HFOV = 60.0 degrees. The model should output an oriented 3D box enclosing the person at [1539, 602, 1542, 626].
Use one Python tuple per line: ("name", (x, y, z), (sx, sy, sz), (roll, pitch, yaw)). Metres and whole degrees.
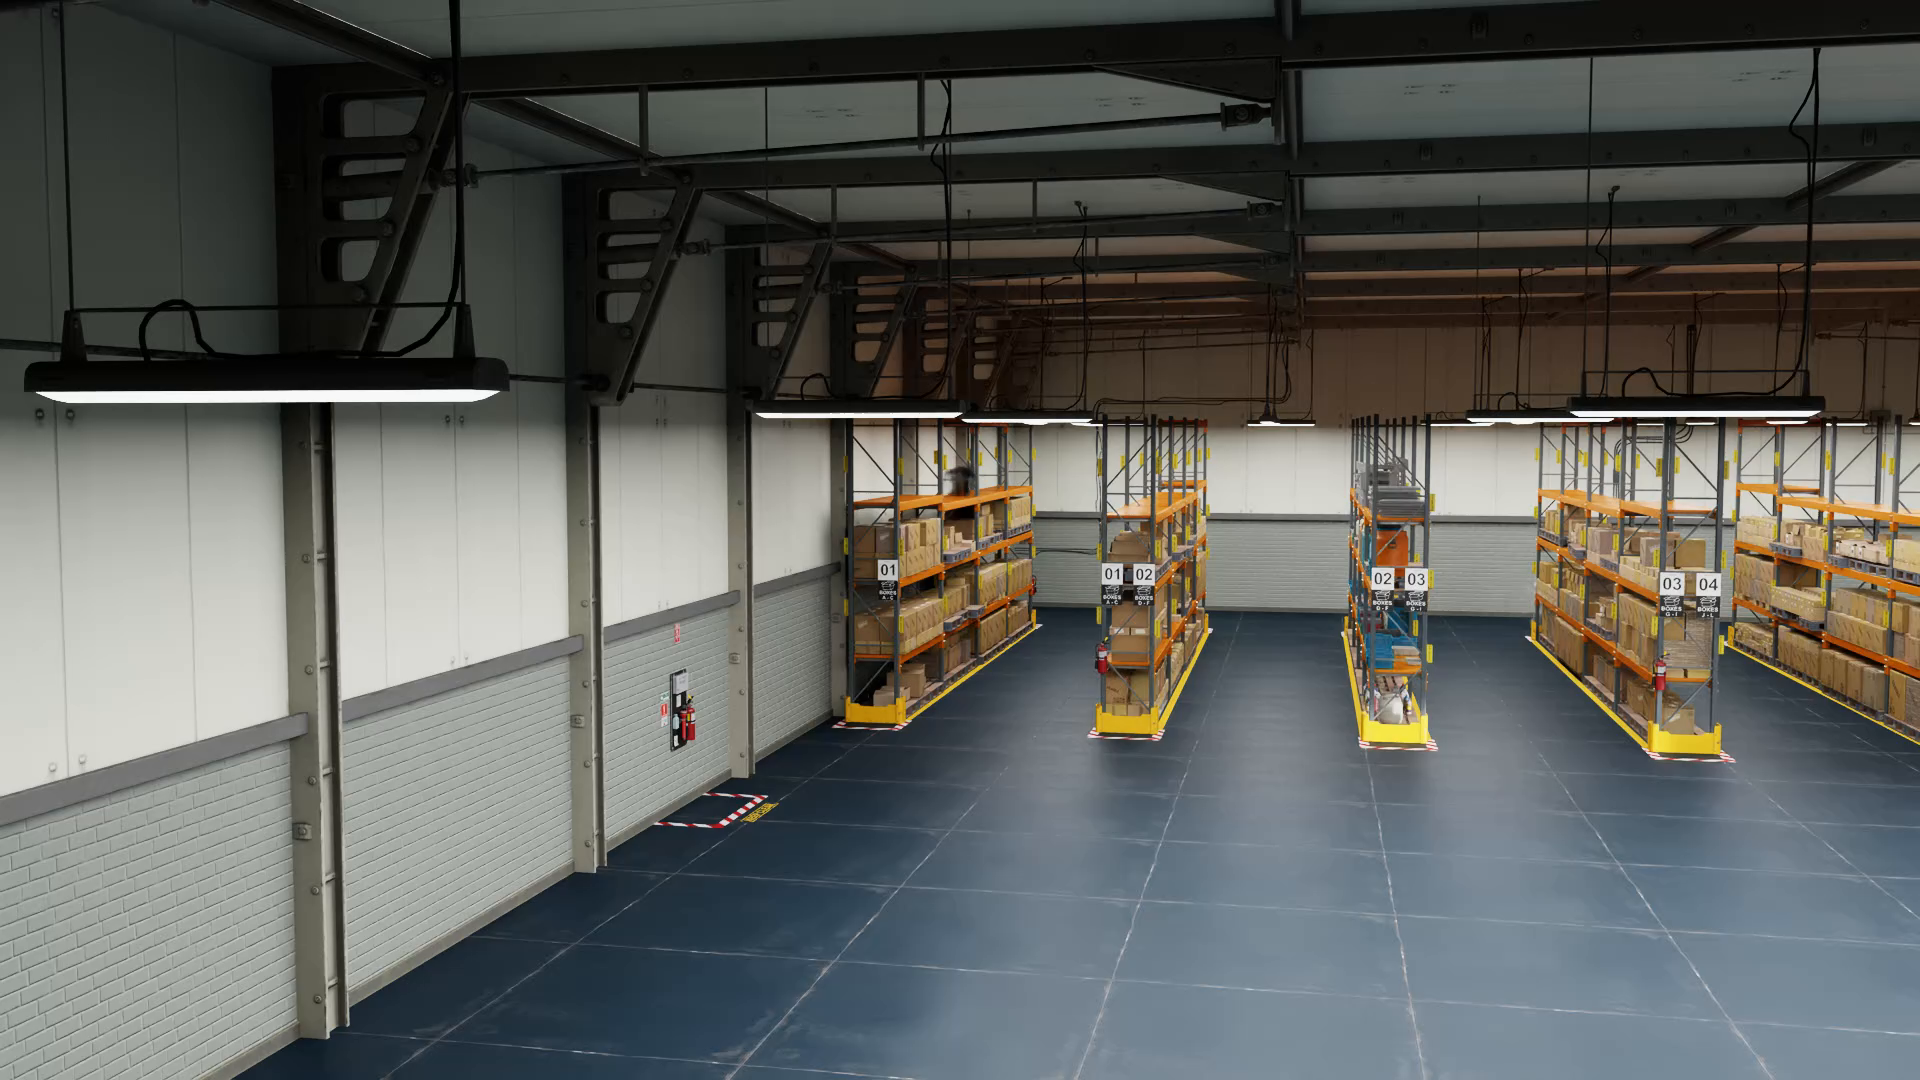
("person", (16.787, 1.783, 47.258), (0.688, 1.590, 0.823), (-1, 4, -9))
